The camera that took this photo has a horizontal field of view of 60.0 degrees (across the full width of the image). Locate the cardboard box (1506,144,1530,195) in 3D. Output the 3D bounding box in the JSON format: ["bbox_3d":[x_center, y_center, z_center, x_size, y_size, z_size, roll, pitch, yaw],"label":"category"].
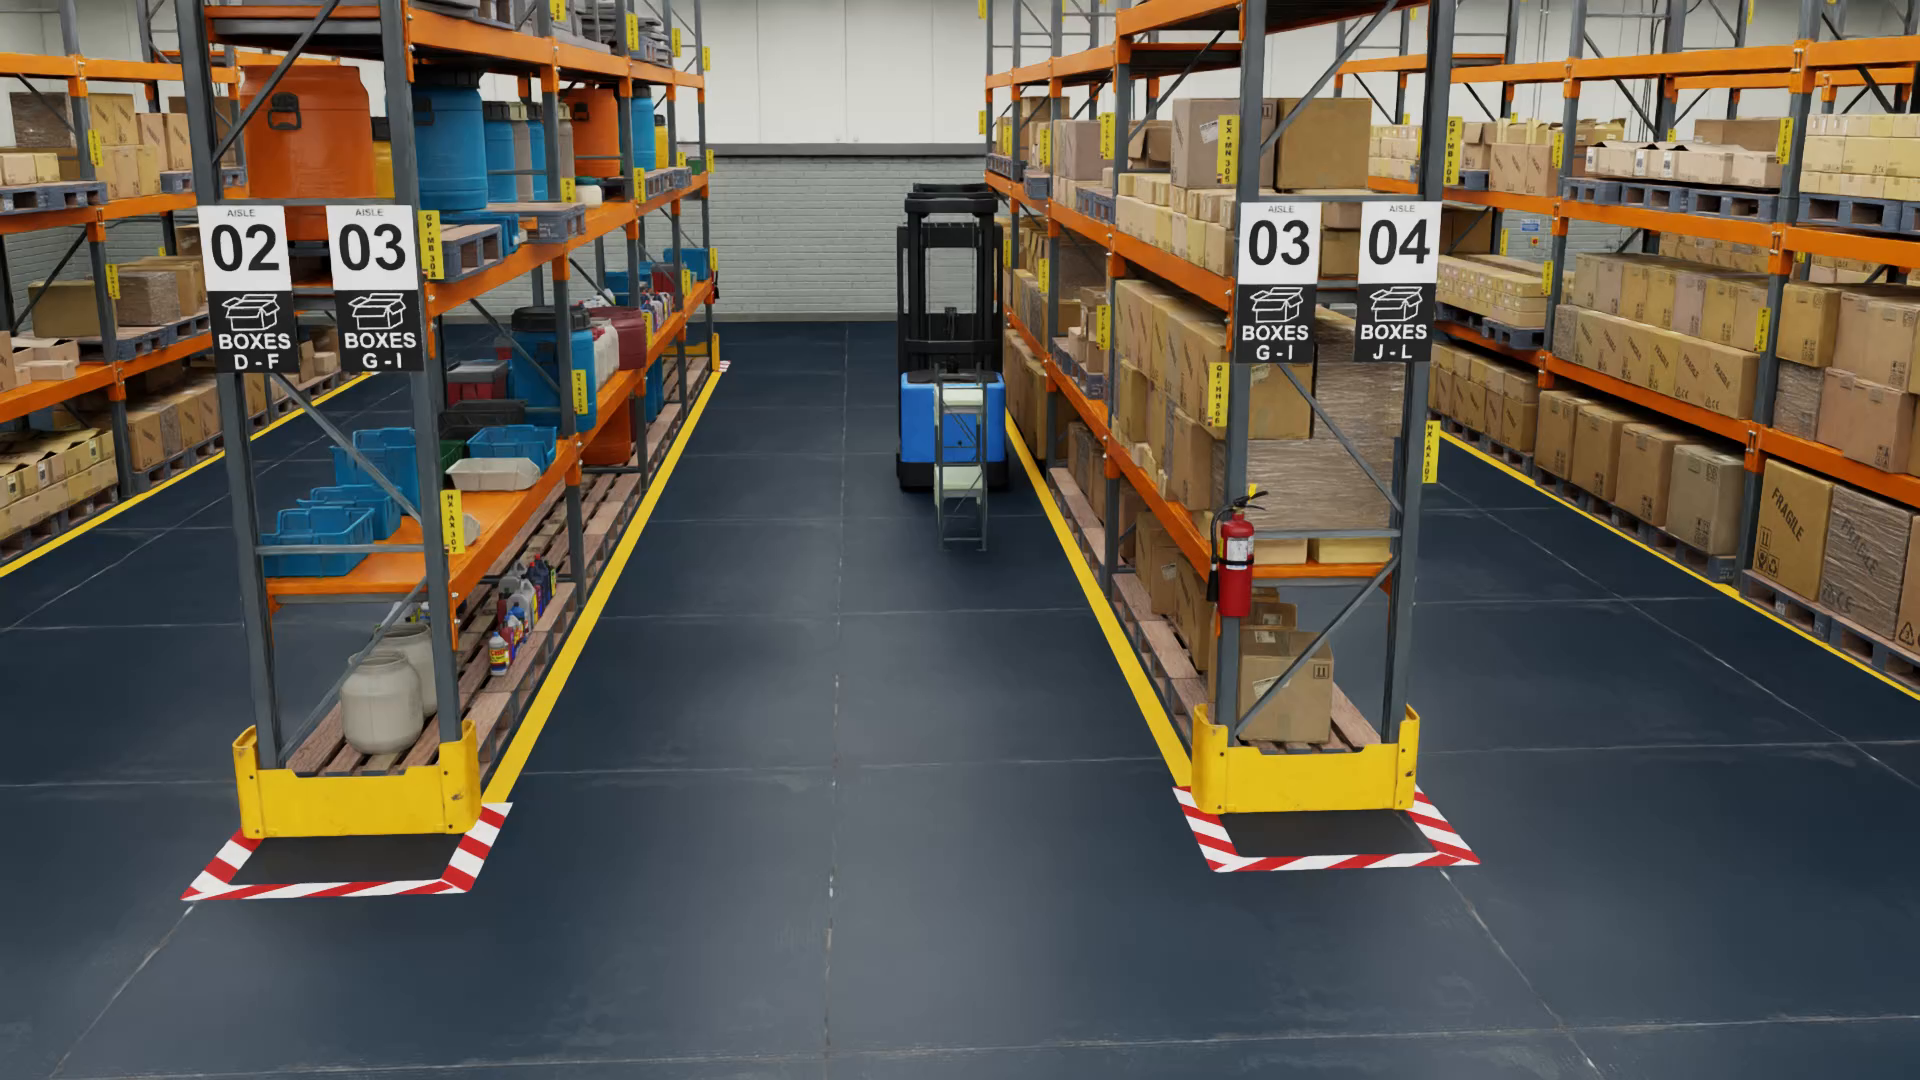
[{"bbox_3d":[5.990,-3.829,17.168,0.500,0.500,0.500,-1,14,-3],"label":"cardboard box"}]

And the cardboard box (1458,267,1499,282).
[{"bbox_3d":[5.741,-2.937,18.388,0.380,0.149,0.250,0,14,-2],"label":"cardboard box"}]

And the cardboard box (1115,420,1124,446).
[{"bbox_3d":[1.329,-0.777,12.032,0.380,0.149,0.250,-1,14,-3],"label":"cardboard box"}]

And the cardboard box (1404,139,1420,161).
[{"bbox_3d":[5.792,-4.794,20.415,0.500,0.250,0.500,-2,15,-6],"label":"cardboard box"}]

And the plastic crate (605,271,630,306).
[{"bbox_3d":[-4.195,-3.065,20.330,0.392,0.384,0.575,-1,14,-3],"label":"plastic crate"}]

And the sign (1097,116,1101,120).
[{"bbox_3d":[1.659,-4.875,19.766,0.100,0.325,0.005,-1,14,-3],"label":"sign"}]

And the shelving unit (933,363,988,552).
[{"bbox_3d":[0.000,-0.725,14.333,0.431,1.500,0.755,-1,14,-3],"label":"shelving unit"}]

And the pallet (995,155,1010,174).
[{"bbox_3d":[1.005,-4.925,21.807,1.003,0.211,1.213,-1,14,-3],"label":"pallet"}]

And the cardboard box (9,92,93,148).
[{"bbox_3d":[-8.542,-3.956,15.656,0.500,0.500,0.500,-1,14,-3],"label":"cardboard box"}]

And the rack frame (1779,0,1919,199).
[{"bbox_3d":[6.570,-3.976,11.921,1.000,3.000,0.127,-1,14,-3],"label":"rack frame"}]

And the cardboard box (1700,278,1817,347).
[{"bbox_3d":[6.500,-1.855,13.508,0.700,0.500,0.500,-1,14,-4],"label":"cardboard box"}]

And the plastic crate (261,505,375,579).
[{"bbox_3d":[-3.412,0.004,8.790,0.499,0.251,0.616,-1,14,-3],"label":"plastic crate"}]

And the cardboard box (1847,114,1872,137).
[{"bbox_3d":[6.286,-2.818,11.299,0.380,0.149,0.250,-1,14,-4],"label":"cardboard box"}]

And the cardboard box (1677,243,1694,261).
[{"bbox_3d":[10.564,-3.956,23.682,0.500,0.500,0.500,-1,14,-4],"label":"cardboard box"}]

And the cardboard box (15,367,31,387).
[{"bbox_3d":[-8.386,-1.424,14.547,0.380,0.149,0.250,0,14,1],"label":"cardboard box"}]

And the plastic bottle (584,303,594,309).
[{"bbox_3d":[-4.105,-2.464,18.331,0.152,0.276,0.135,-1,14,-3],"label":"plastic bottle"}]

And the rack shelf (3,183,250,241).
[{"bbox_3d":[-8.646,-3.464,17.394,1.077,0.370,4.000,-1,14,-3],"label":"rack shelf"}]

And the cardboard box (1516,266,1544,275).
[{"bbox_3d":[6.393,-2.942,18.410,0.380,0.149,0.250,-1,14,-4],"label":"cardboard box"}]

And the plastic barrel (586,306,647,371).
[{"bbox_3d":[-3.246,-1.893,15.591,0.600,0.536,0.708,-1,14,-3],"label":"plastic barrel"}]

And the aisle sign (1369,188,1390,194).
[{"bbox_3d":[6.122,-5.337,24.033,0.394,0.787,0.004,-1,14,-3],"label":"aisle sign"}]

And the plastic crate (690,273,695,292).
[{"bbox_3d":[-3.690,-3.369,21.815,0.416,0.233,0.300,-1,14,-3],"label":"plastic crate"}]

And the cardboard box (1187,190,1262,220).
[{"bbox_3d":[1.468,-1.857,9.205,0.380,0.149,0.250,-1,14,-3],"label":"cardboard box"}]

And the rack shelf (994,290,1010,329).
[{"bbox_3d":[0.994,-3.158,22.225,1.077,0.370,4.000,-1,14,-3],"label":"rack shelf"}]

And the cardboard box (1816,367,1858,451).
[{"bbox_3d":[6.662,-0.916,11.764,0.875,0.550,0.550,-1,14,-3],"label":"cardboard box"}]

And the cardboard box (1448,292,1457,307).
[{"bbox_3d":[5.726,-2.713,18.710,0.380,0.149,0.250,-1,14,-4],"label":"cardboard box"}]

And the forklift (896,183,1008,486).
[{"bbox_3d":[-0.110,-2.256,17.411,1.130,2.935,3.031,0,14,-2],"label":"forklift"}]

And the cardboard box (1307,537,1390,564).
[{"bbox_3d":[2.082,0.022,8.924,0.380,0.149,0.250,-1,14,-3],"label":"cardboard box"}]

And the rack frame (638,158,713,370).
[{"bbox_3d":[-4.073,-3.927,23.771,1.000,3.000,0.127,-1,14,-3],"label":"rack frame"}]

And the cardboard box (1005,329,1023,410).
[{"bbox_3d":[1.178,-2.025,19.797,1.225,0.875,0.875,-1,14,-3],"label":"cardboard box"}]

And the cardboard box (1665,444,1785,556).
[{"bbox_3d":[6.442,-0.338,13.492,1.050,0.750,0.750,-1,14,-4],"label":"cardboard box"}]

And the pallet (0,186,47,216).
[{"bbox_3d":[-8.318,-2.778,13.663,1.003,0.211,1.213,0,14,-1],"label":"pallet"}]

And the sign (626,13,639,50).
[{"bbox_3d":[-3.029,-4.697,15.371,0.100,0.325,0.005,-1,14,-3],"label":"sign"}]

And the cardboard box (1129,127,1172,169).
[{"bbox_3d":[1.683,-2.844,12.490,0.797,0.503,0.637,-2,15,-6],"label":"cardboard box"}]

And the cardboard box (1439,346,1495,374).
[{"bbox_3d":[5.892,-2.096,19.323,0.500,0.250,0.500,0,14,-2],"label":"cardboard box"}]

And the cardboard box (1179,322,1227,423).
[{"bbox_3d":[1.544,-0.959,9.428,0.500,0.500,0.500,-1,14,-3],"label":"cardboard box"}]

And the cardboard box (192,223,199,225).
[{"bbox_3d":[-9.094,-3.639,20.442,0.500,0.500,0.500,-1,14,-5],"label":"cardboard box"}]

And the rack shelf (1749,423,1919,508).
[{"bbox_3d":[6.694,-0.225,10.825,1.077,0.370,4.000,-1,14,-3],"label":"rack shelf"}]

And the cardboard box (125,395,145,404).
[{"bbox_3d":[-8.846,-1.222,17.391,0.500,0.500,0.500,-1,14,-5],"label":"cardboard box"}]

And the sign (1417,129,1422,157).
[{"bbox_3d":[5.534,-4.753,19.924,0.100,0.325,0.005,-1,14,-3],"label":"sign"}]

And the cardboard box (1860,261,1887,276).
[{"bbox_3d":[10.837,-3.330,19.242,0.500,0.500,0.500,-1,14,-5],"label":"cardboard box"}]

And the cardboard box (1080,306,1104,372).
[{"bbox_3d":[1.414,-1.703,14.074,0.797,0.503,0.637,1,14,2],"label":"cardboard box"}]

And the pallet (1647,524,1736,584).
[{"bbox_3d":[6.447,0.089,13.758,1.003,0.211,1.213,-1,14,-3],"label":"pallet"}]

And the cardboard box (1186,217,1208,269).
[{"bbox_3d":[1.544,-1.645,9.181,0.500,0.250,0.500,-1,14,-3],"label":"cardboard box"}]

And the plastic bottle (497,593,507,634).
[{"bbox_3d":[-3.070,0.485,11.188,0.061,0.283,0.133,-1,14,-3],"label":"plastic bottle"}]

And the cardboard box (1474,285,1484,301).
[{"bbox_3d":[5.772,-2.663,17.922,0.380,0.149,0.250,-1,14,-4],"label":"cardboard box"}]

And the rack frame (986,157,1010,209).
[{"bbox_3d":[0.870,-4.004,24.068,1.000,3.000,0.127,-1,14,-3],"label":"rack frame"}]

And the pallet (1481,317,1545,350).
[{"bbox_3d":[6.172,-2.148,17.242,1.213,0.211,1.003,-1,14,-3],"label":"pallet"}]

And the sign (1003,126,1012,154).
[{"bbox_3d":[0.564,-4.742,19.719,0.100,0.325,0.005,-1,14,-3],"label":"sign"}]

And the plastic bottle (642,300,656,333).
[{"bbox_3d":[-3.374,-2.411,17.977,0.144,0.351,0.185,-1,14,-3],"label":"plastic bottle"}]

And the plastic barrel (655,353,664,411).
[{"bbox_3d":[-3.809,-1.984,19.587,0.600,0.901,0.708,-1,14,-3],"label":"plastic barrel"}]

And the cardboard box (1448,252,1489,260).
[{"bbox_3d":[6.296,-3.380,20.846,0.500,0.500,0.500,-1,14,-4],"label":"cardboard box"}]

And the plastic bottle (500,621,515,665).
[{"bbox_3d":[-2.879,0.642,10.580,0.061,0.283,0.133,-1,14,-3],"label":"plastic bottle"}]

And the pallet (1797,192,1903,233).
[{"bbox_3d":[6.611,-2.277,11.515,1.003,0.211,1.213,-1,14,-3],"label":"pallet"}]

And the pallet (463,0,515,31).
[{"bbox_3d":[-3.172,-3.055,9.520,1.003,0.211,1.213,-1,14,-3],"label":"pallet"}]

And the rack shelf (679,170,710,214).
[{"bbox_3d":[-3.949,-4.534,21.554,1.077,0.370,4.000,-1,14,-3],"label":"rack shelf"}]

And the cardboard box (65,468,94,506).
[{"bbox_3d":[-8.210,-0.479,15.043,0.500,0.250,0.500,-1,14,-4],"label":"cardboard box"}]
